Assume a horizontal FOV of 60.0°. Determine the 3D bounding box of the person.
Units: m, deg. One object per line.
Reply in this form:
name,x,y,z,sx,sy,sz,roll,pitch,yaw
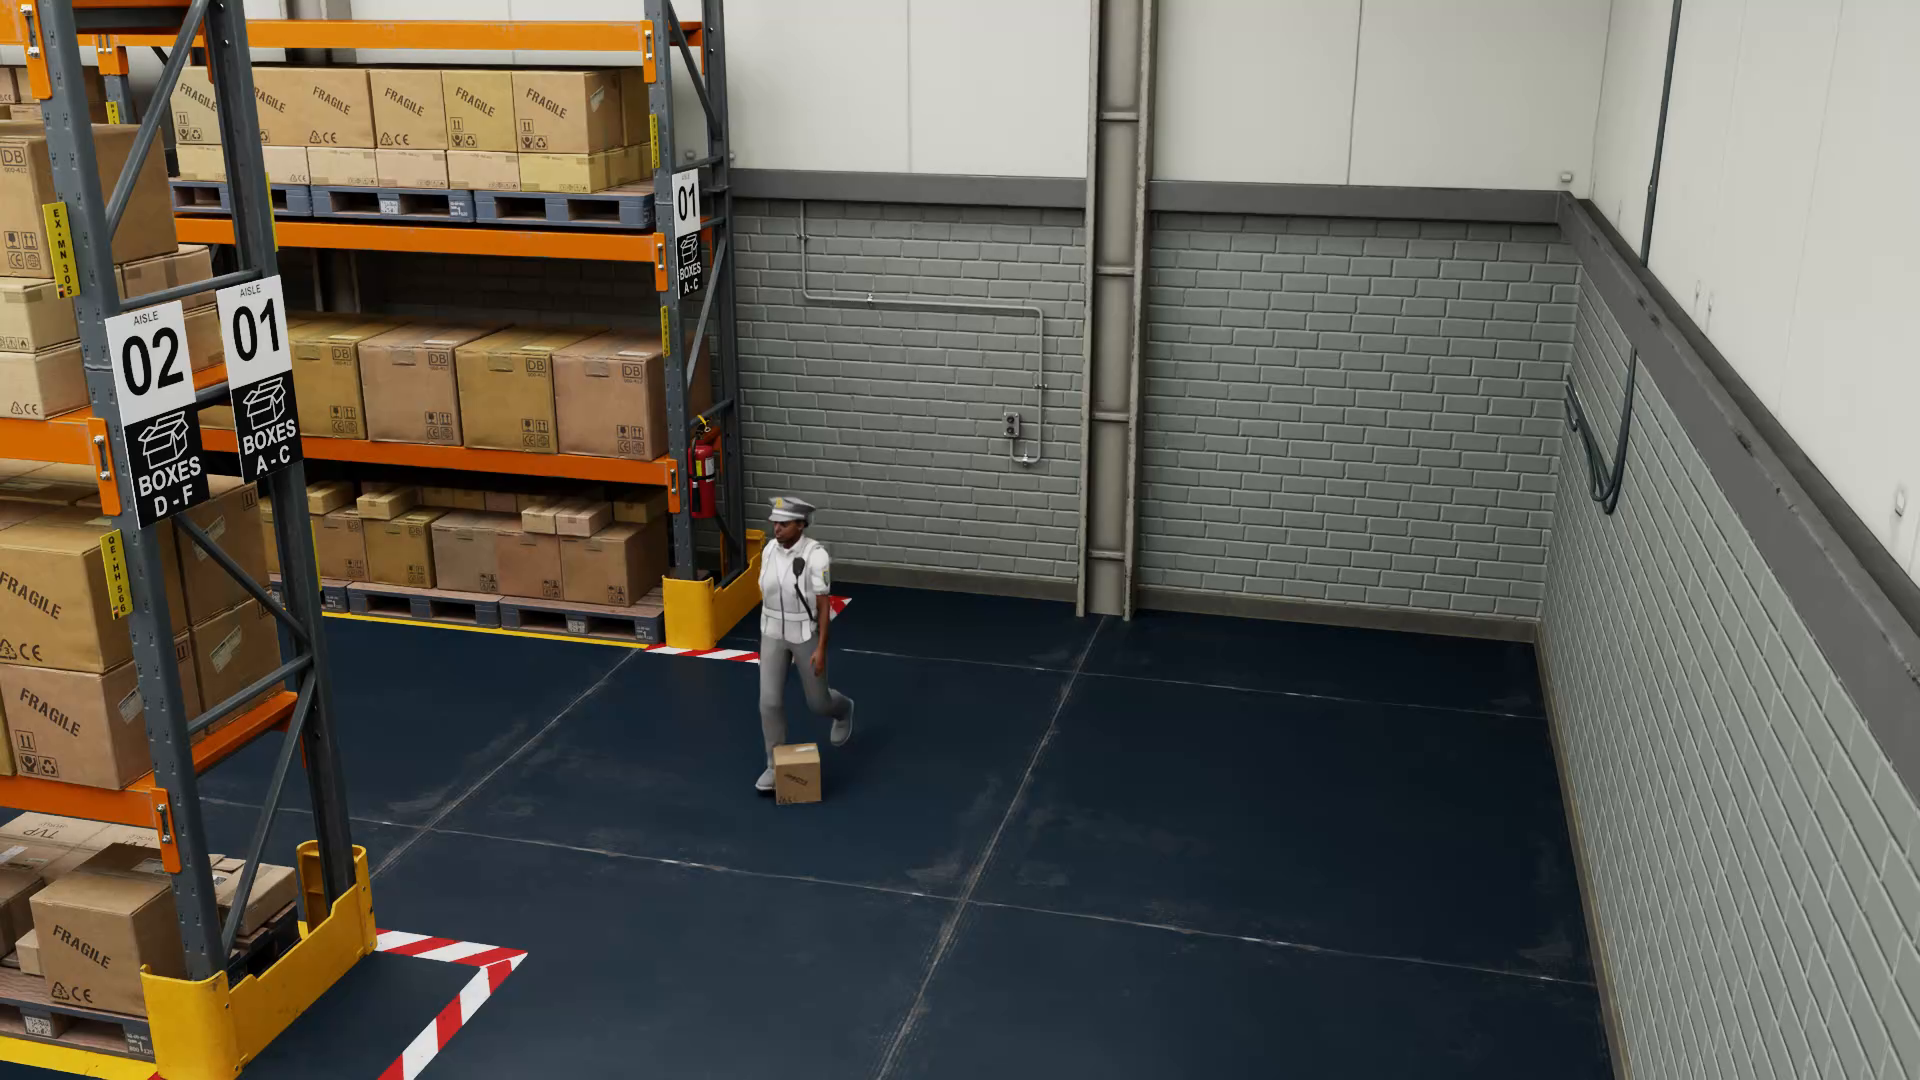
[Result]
person,-6.762,1.279,6.883,9.553,1.806,9.857,7,20,20
